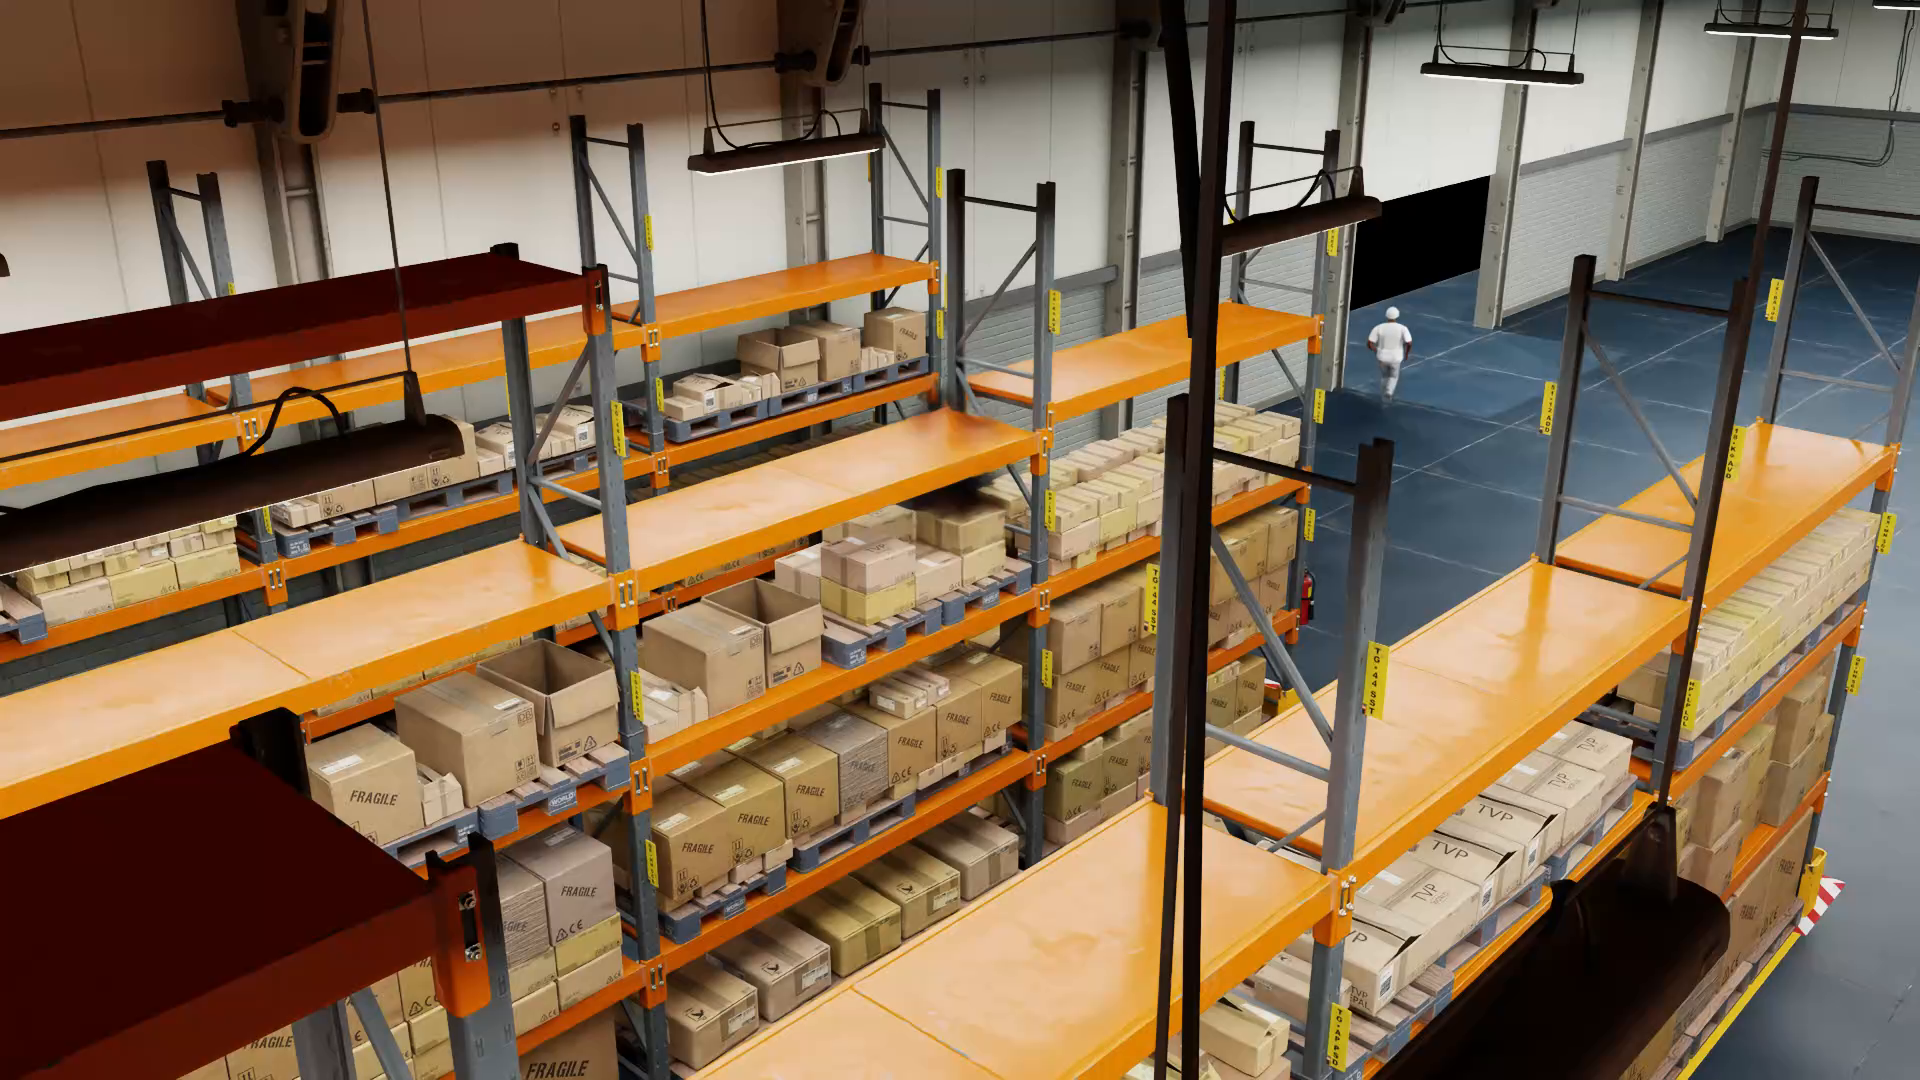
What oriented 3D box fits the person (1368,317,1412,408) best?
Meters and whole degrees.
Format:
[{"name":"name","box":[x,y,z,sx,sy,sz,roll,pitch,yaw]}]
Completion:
[{"name":"person","box":[7.051,-2.963,27.354,0.715,1.686,0.677,8,23,20]}]
